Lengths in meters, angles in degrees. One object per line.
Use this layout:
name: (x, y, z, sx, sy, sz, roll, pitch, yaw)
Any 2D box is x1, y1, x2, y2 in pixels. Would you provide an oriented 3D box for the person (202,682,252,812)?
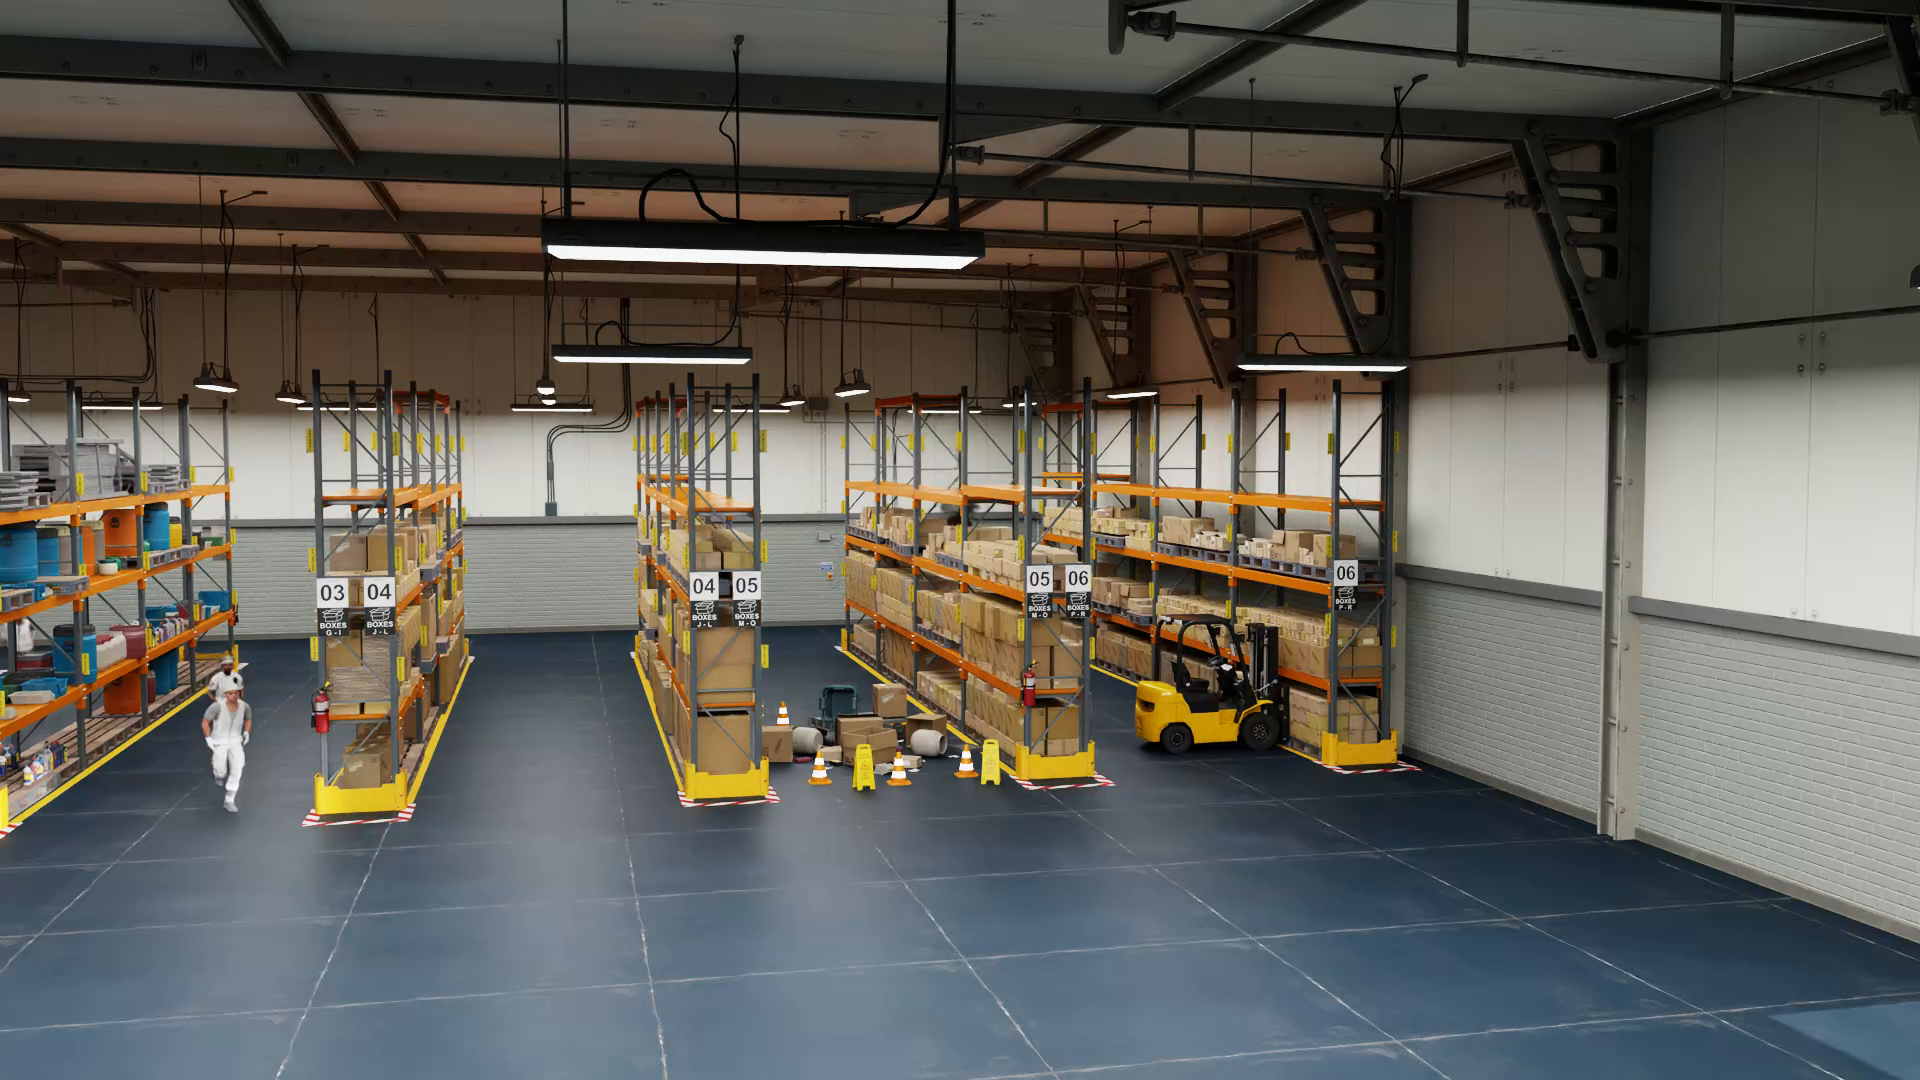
person: (-10.111, 2.823, 22.961, 0.662, 1.759, 0.869, -2, 4, -37)

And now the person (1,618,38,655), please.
person: (-18.663, 2.204, 32.991, 0.610, 1.805, 0.889, -1, 4, -20)

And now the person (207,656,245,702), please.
person: (-11.610, 2.652, 26.363, 0.555, 1.654, 0.549, -2, 4, -35)
